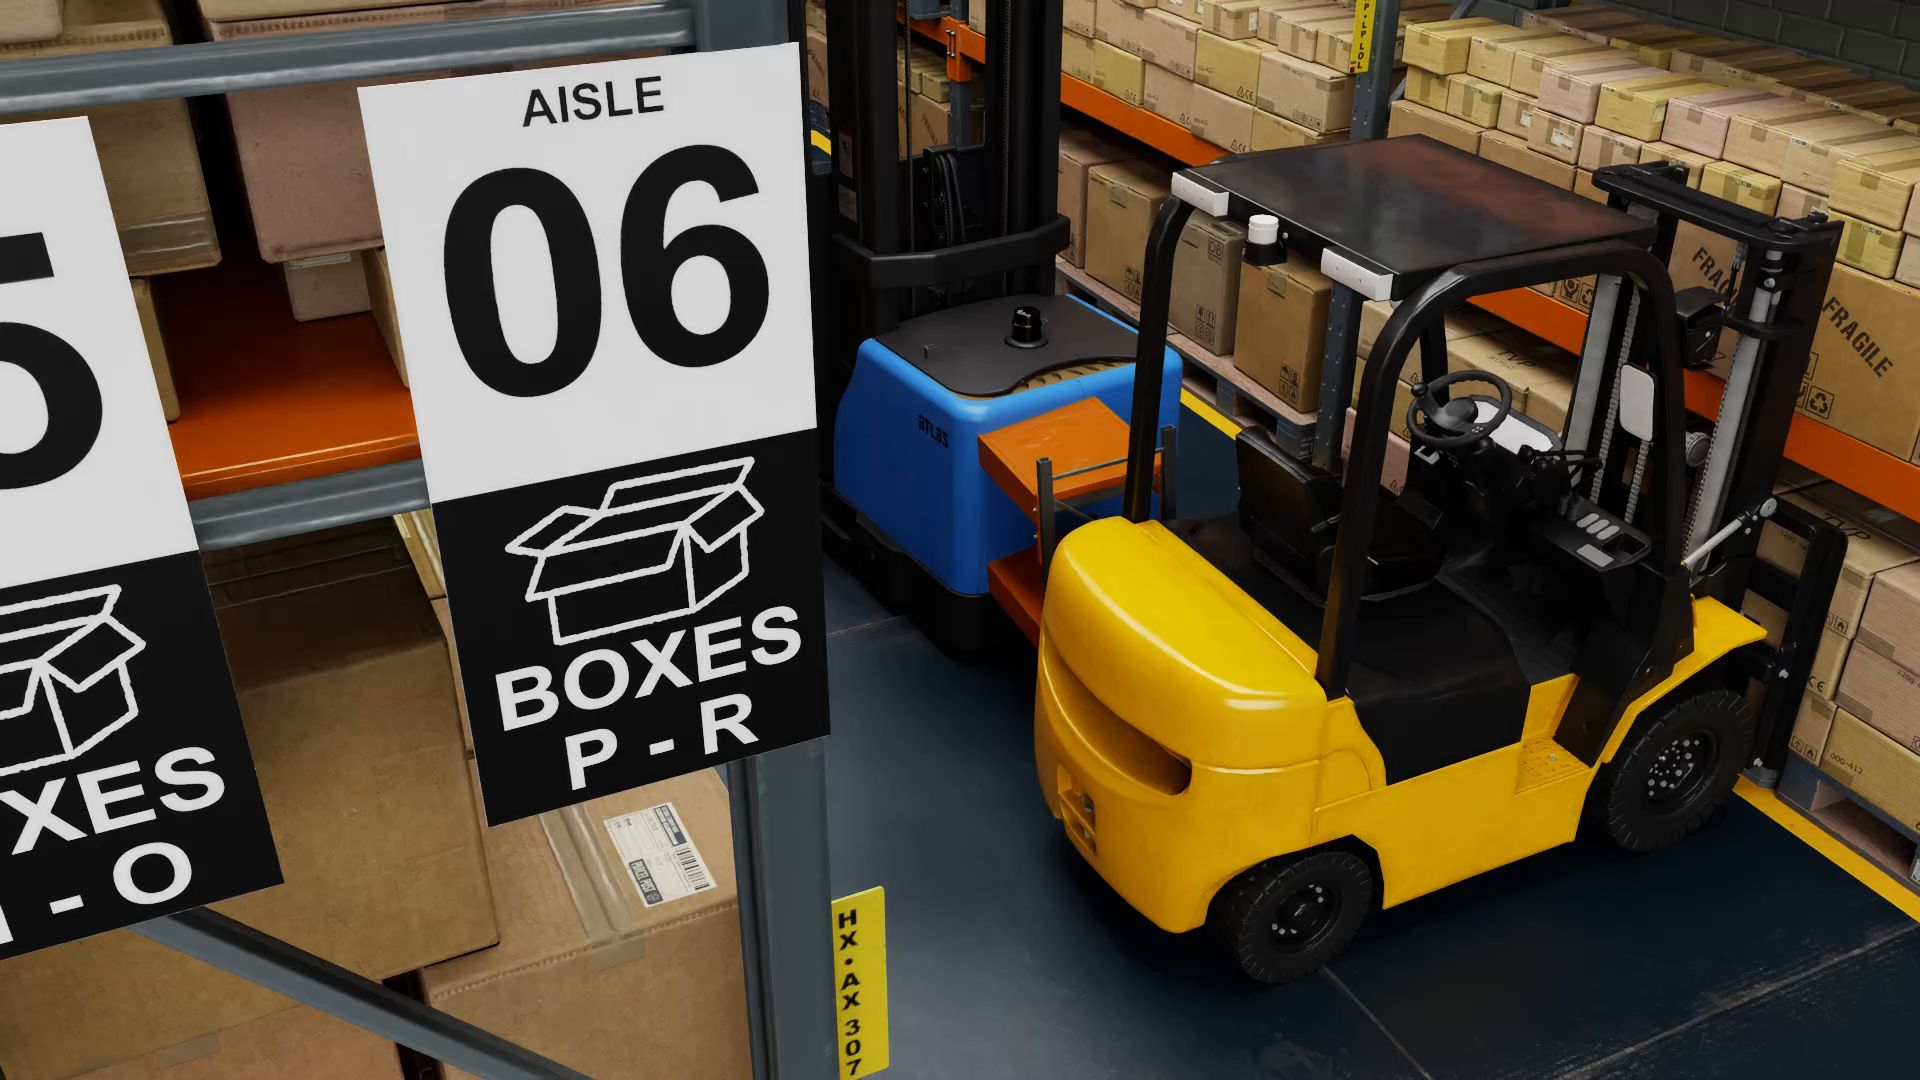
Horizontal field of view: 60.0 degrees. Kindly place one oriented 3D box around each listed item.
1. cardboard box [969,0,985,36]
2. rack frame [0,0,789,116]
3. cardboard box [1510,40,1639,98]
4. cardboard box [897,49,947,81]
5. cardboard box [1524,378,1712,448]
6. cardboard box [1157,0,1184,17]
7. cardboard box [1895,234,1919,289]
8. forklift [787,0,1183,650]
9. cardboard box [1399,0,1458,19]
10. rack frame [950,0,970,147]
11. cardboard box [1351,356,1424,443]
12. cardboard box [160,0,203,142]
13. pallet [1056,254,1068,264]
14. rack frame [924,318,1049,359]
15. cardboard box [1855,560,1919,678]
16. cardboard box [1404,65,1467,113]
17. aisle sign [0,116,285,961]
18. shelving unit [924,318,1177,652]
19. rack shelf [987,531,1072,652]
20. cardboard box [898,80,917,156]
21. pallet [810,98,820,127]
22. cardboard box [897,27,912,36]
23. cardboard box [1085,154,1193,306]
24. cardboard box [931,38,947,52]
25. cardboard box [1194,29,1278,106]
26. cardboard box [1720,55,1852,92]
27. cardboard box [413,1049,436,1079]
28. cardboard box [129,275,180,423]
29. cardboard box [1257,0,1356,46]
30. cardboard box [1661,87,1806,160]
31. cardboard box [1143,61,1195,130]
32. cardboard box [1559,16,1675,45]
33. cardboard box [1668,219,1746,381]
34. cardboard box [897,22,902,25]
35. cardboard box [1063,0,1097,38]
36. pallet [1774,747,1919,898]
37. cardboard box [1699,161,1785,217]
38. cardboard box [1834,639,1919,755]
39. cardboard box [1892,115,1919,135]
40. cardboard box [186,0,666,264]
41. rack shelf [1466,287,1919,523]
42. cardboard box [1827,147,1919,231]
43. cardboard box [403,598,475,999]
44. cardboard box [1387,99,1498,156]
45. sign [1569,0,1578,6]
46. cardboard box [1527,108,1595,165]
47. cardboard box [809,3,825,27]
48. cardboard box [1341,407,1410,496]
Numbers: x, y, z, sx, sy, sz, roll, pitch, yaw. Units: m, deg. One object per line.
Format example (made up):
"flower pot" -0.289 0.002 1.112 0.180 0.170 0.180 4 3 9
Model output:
"cardboard box" 0.382 -3.171 9.991 0.500 0.250 0.500 -13 32 -22
"rack frame" -0.635 -1.522 0.764 1.000 3.000 0.127 -13 32 -22
"cardboard box" 2.310 -1.762 6.256 0.380 0.149 0.250 -14 32 -23
"cardboard box" -0.247 -3.264 11.467 0.380 0.149 0.250 -14 32 -24
"cardboard box" 2.488 -0.411 6.277 0.500 0.250 0.500 -12 31 -20
"cardboard box" 1.207 -2.706 8.243 0.380 0.149 0.250 -13 32 -22
"cardboard box" 2.998 -0.824 4.888 0.380 0.149 0.250 -14 32 -24
"forklift" -0.326 -1.541 7.001 1.130 2.935 3.031 -17 33 -27
"cardboard box" 2.104 -2.373 7.649 0.380 0.149 0.250 -14 32 -24
"rack frame" 0.412 -3.483 10.395 1.000 3.000 0.127 -13 32 -22
"cardboard box" 2.058 -0.640 7.195 0.500 0.250 0.500 -13 32 -22
"cardboard box" -1.301 -0.673 2.166 0.500 0.250 0.500 -14 32 -23
"pallet" 0.730 -1.895 10.414 1.003 0.211 1.213 -13 32 -22
"rack frame" 0.140 -0.303 6.595 0.500 1.125 0.032 -15 33 -17
"cardboard box" 3.143 0.268 5.064 0.500 0.250 0.500 -12 32 -21
"cardboard box" 2.029 -1.847 6.711 0.380 0.149 0.250 -14 32 -23
"aisle sign" -0.870 0.049 1.438 0.394 0.787 0.004 -13 32 -22
"shelving unit" 0.331 -0.071 6.185 0.538 1.125 1.048 -15 33 -17
"rack shelf" 0.348 0.138 6.312 0.538 0.278 1.000 -15 33 -17
"cardboard box" -0.169 -2.941 11.555 0.500 0.500 0.500 -14 32 -23
"pallet" -0.922 -3.683 13.602 1.003 0.211 1.213 -13 32 -22
"cardboard box" -0.573 -3.616 12.095 0.380 0.149 0.250 -15 32 -24
"cardboard box" 1.244 -1.768 9.335 0.875 0.625 0.625 -14 32 -24
"cardboard box" 0.012 -3.616 12.094 0.380 0.149 0.250 -14 32 -23
"cardboard box" 1.460 -2.258 7.852 0.500 0.250 0.500 -14 32 -23
"cardboard box" 2.992 -1.645 6.048 0.380 0.149 0.250 -14 32 -23
"cardboard box" -0.715 0.902 2.832 0.380 0.149 0.250 -13 32 -21
"cardboard box" -1.041 -0.203 1.736 0.380 0.149 0.250 -13 32 -22
"cardboard box" 1.597 -2.377 7.656 0.380 0.149 0.250 -13 32 -22
"cardboard box" 2.623 -1.417 5.641 0.380 0.149 0.250 -13 32 -22
"cardboard box" 1.270 -2.265 8.376 0.500 0.250 0.500 -13 32 -22
"cardboard box" 2.609 -1.976 6.637 0.380 0.149 0.250 -14 32 -23
"cardboard box" 2.738 -0.833 5.566 0.500 0.500 0.500 -13 32 -22
"cardboard box" -0.293 -3.961 12.711 0.380 0.149 0.250 -13 32 -21
"cardboard box" 0.804 -2.932 9.055 0.500 0.250 0.500 -14 32 -23
"pallet" 3.480 0.938 5.362 1.003 0.211 1.213 -13 32 -22
"cardboard box" 2.674 -1.160 5.486 0.380 0.149 0.250 -14 32 -23
"cardboard box" 3.150 0.475 5.206 0.500 0.250 0.500 -13 32 -22
"cardboard box" 3.257 -1.288 5.411 0.380 0.149 0.250 -13 32 -22
"cardboard box" -0.610 -0.556 1.958 0.500 0.250 0.500 -14 32 -23
"rack shelf" 2.988 -0.519 5.845 1.077 0.370 4.000 -13 32 -22
"cardboard box" 2.864 -1.063 5.008 0.380 0.149 0.250 -12 32 -21
"cardboard box" -0.813 0.425 3.018 0.500 0.500 0.500 -12 31 -20
"cardboard box" 2.084 -1.509 6.772 0.500 0.500 0.500 -14 32 -23
"sign" 2.630 -2.246 7.222 0.100 0.325 0.005 -13 32 -22
"cardboard box" 2.317 -1.499 6.091 0.380 0.149 0.250 -12 32 -21
"cardboard box" -0.952 -4.077 12.916 0.380 0.149 0.250 -14 32 -23
"cardboard box" 2.038 -0.417 7.309 0.500 0.250 0.500 -13 32 -21
